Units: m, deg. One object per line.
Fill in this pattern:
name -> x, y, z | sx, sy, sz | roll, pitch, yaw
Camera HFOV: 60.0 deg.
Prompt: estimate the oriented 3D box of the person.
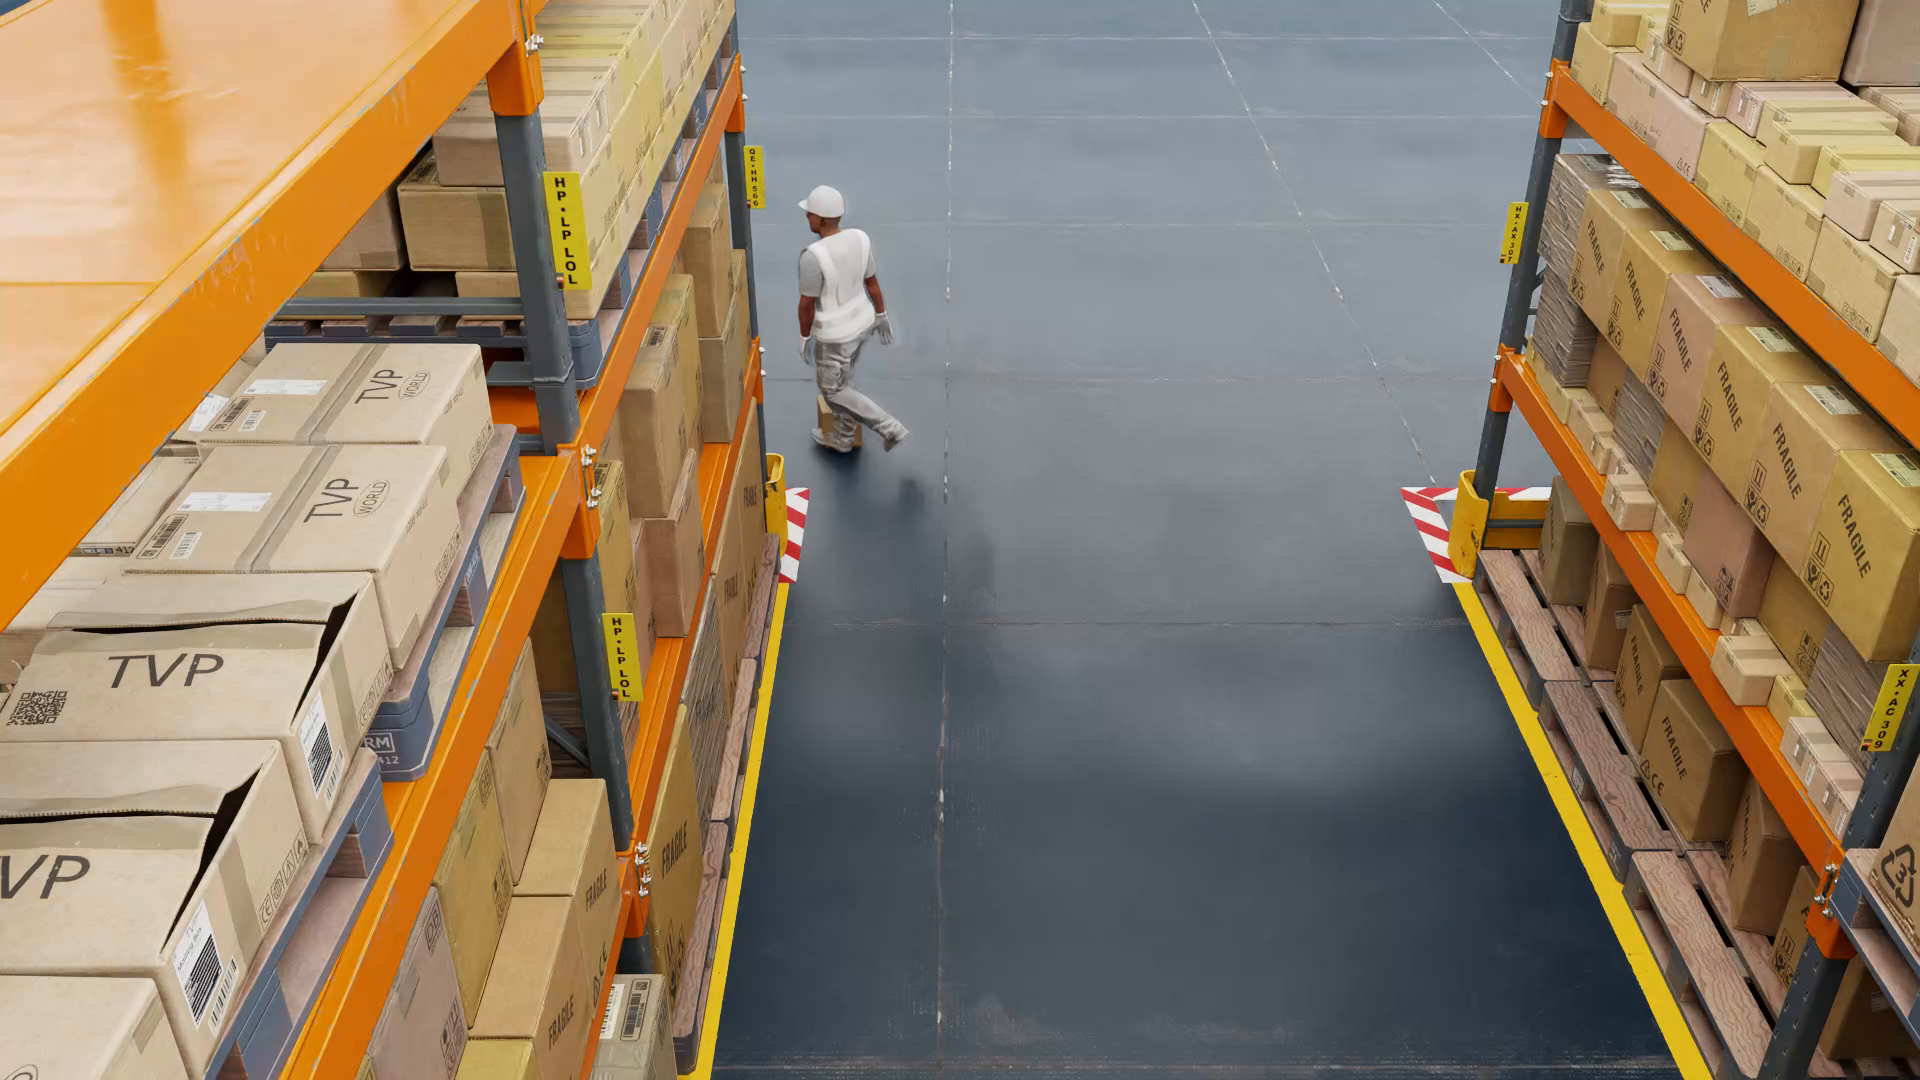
person -> -0.659, -1.252, 9.990 | 0.795, 1.765, 0.631 | 20, 36, 29
